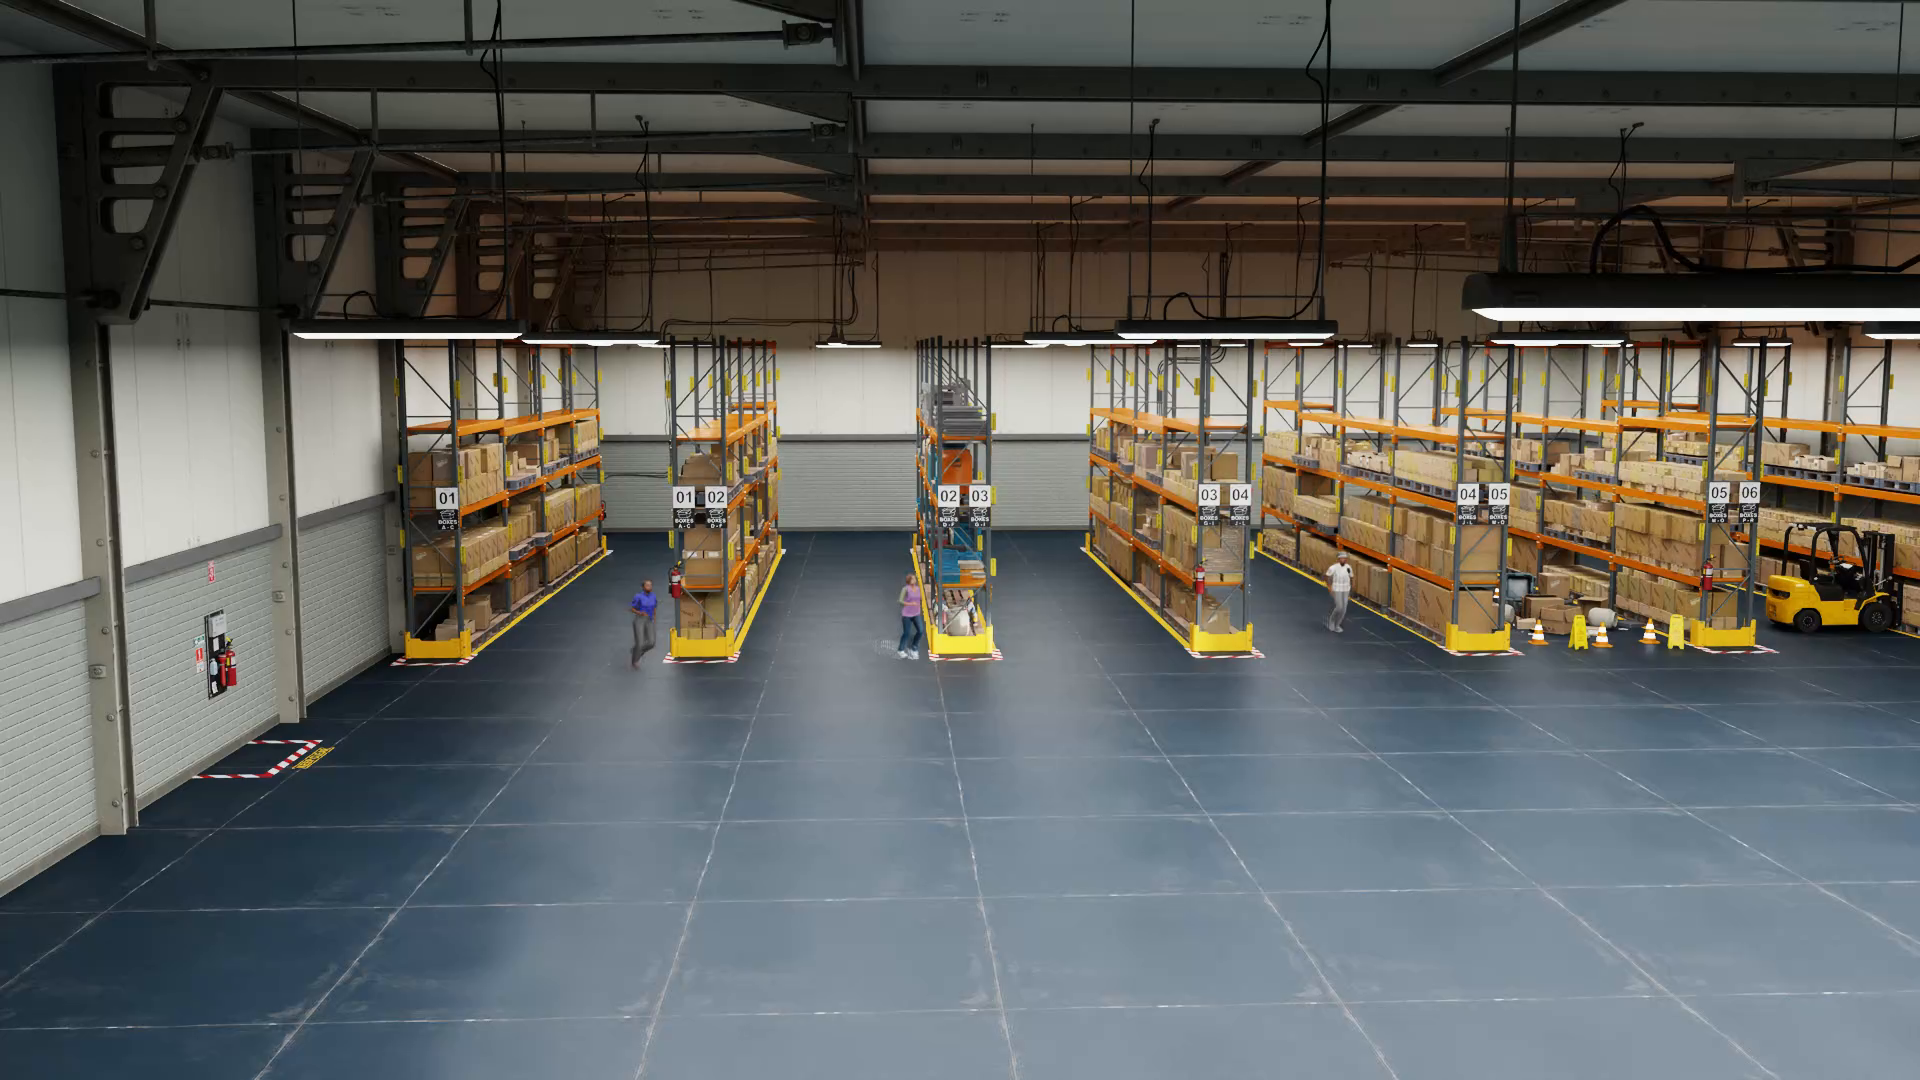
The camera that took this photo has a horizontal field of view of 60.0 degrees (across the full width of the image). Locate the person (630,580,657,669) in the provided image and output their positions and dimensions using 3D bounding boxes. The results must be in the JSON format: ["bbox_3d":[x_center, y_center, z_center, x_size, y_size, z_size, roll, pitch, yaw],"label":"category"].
[{"bbox_3d":[-5.669,1.517,30.094,0.595,1.604,0.575,-5,8,-38],"label":"person"}]

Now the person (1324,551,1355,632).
[{"bbox_3d":[7.779,1.052,33.852,0.585,1.668,0.582,-2,7,-15],"label":"person"}]

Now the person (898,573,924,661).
[{"bbox_3d":[-0.899,1.427,30.886,0.542,1.617,0.621,-4,8,-33],"label":"person"}]

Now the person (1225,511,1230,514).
[{"bbox_3d":[7.879,-0.662,48.894,0.631,1.683,0.751,-1,7,-9],"label":"person"}]
